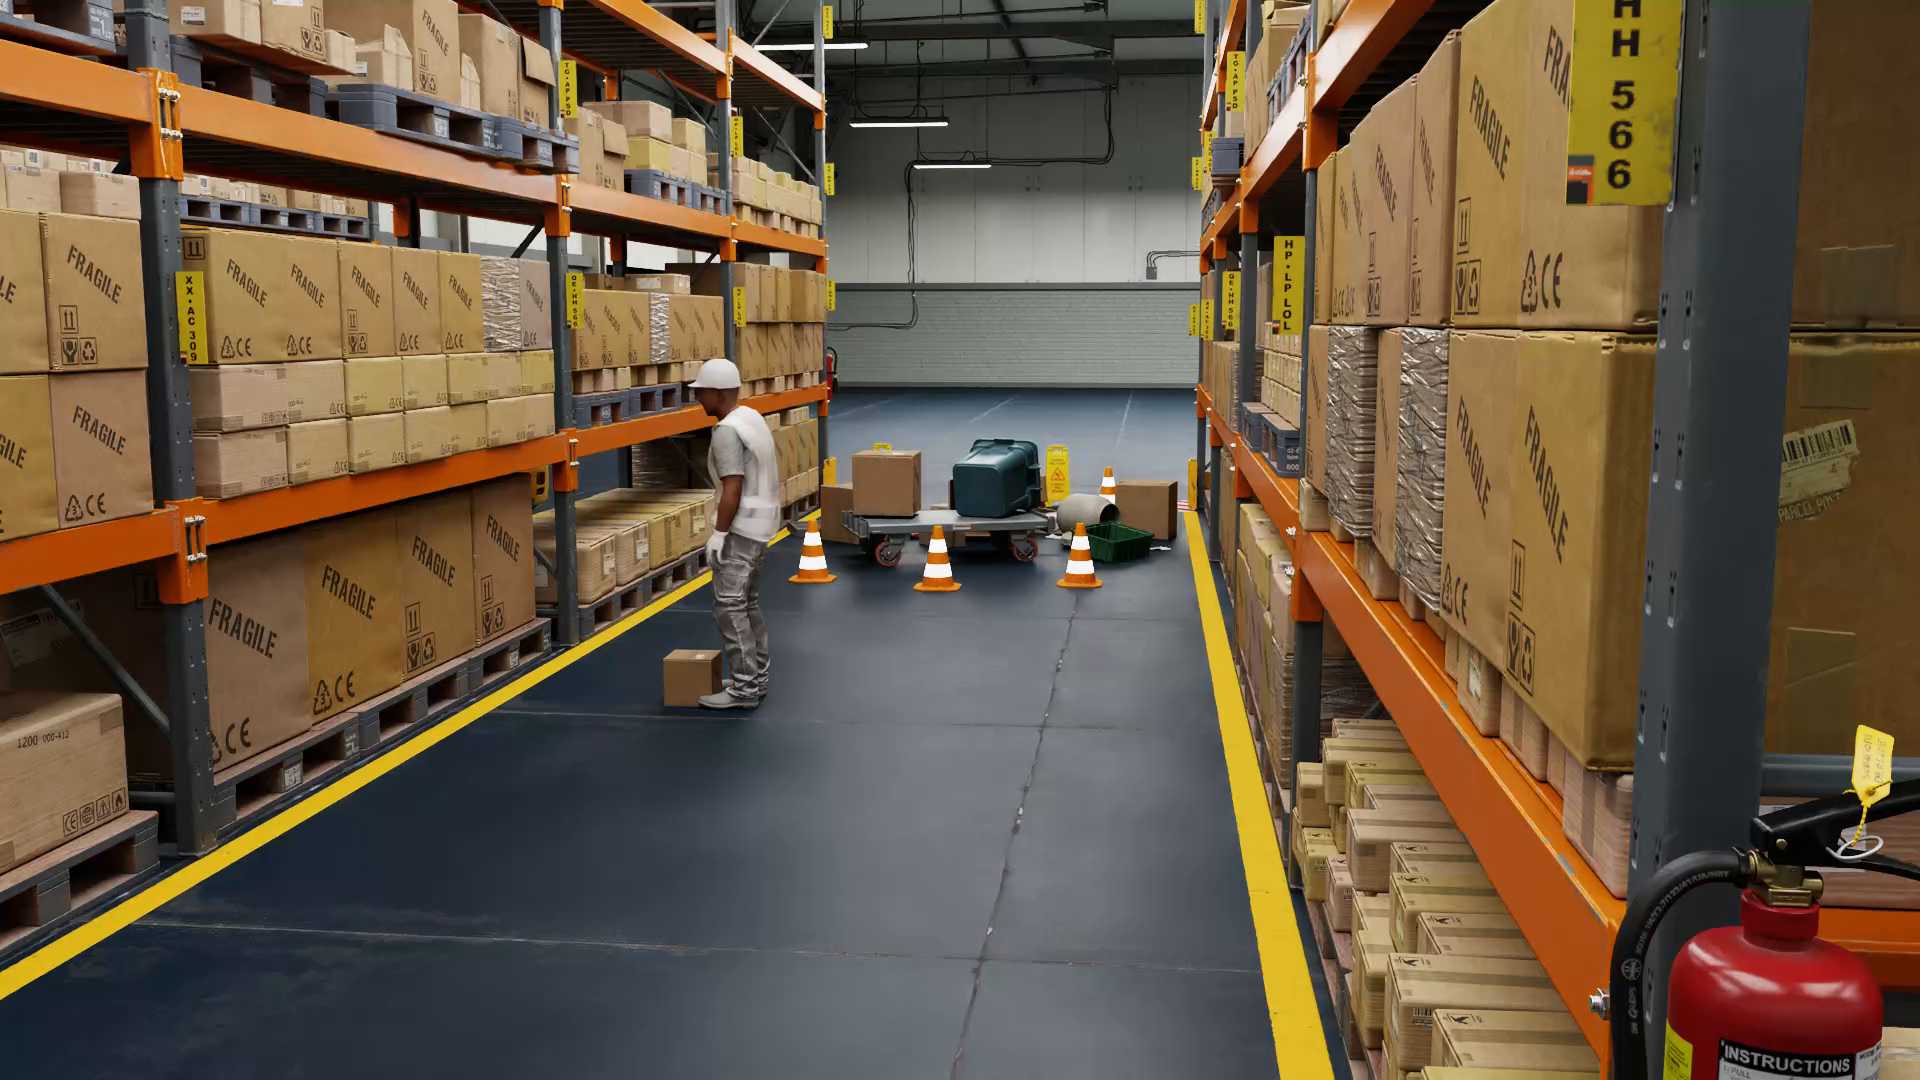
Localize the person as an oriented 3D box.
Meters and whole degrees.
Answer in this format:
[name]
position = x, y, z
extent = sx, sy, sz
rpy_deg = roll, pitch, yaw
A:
[person]
position = -1.151, -0.036, 8.522
extent = 0.447, 1.774, 0.618
rpy_deg = 1, 8, 7
